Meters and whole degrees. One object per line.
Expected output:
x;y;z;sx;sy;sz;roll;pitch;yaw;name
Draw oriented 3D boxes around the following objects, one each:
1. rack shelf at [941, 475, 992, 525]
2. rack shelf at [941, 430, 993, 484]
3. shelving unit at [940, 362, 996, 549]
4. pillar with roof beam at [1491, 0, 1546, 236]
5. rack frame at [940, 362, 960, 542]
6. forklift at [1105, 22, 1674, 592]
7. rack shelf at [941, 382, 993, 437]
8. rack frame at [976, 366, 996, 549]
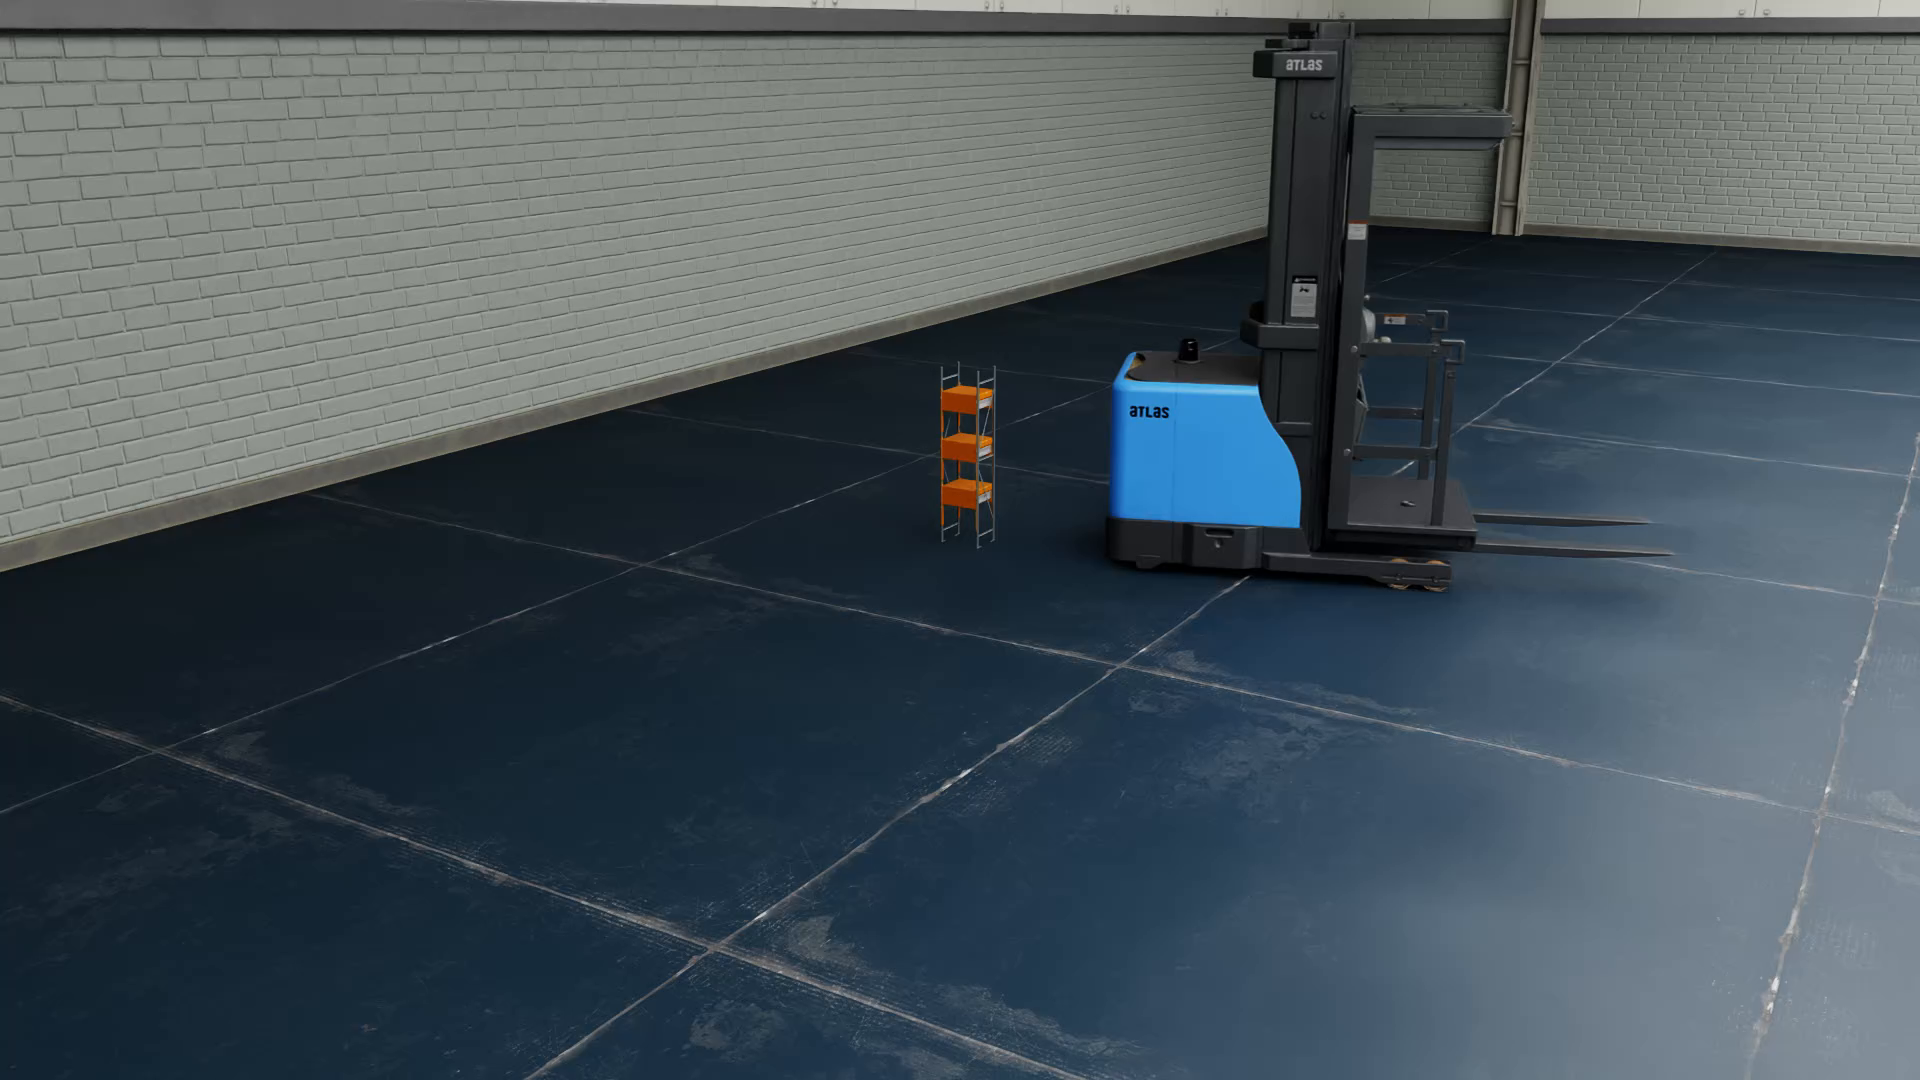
0.046;-0.218;9.786;0.240;0.259;0.215;10;20;30;rack shelf
0.046;-0.484;9.705;0.240;0.259;0.215;10;20;30;rack shelf
0.046;-0.494;9.702;0.252;1.050;0.215;10;20;30;shelving unit
5.993;-7.848;20.234;0.400;9.000;9.100;10;20;30;pillar with roof beam
-0.058;-0.513;9.763;0.008;1.050;0.200;10;20;30;rack frame
2.384;-1.292;9.091;3.031;2.935;1.130;3;17;10;forklift
0.046;-0.756;9.622;0.240;0.259;0.215;10;20;30;rack shelf
0.150;-0.476;9.641;0.008;1.050;0.200;10;20;30;rack frame
